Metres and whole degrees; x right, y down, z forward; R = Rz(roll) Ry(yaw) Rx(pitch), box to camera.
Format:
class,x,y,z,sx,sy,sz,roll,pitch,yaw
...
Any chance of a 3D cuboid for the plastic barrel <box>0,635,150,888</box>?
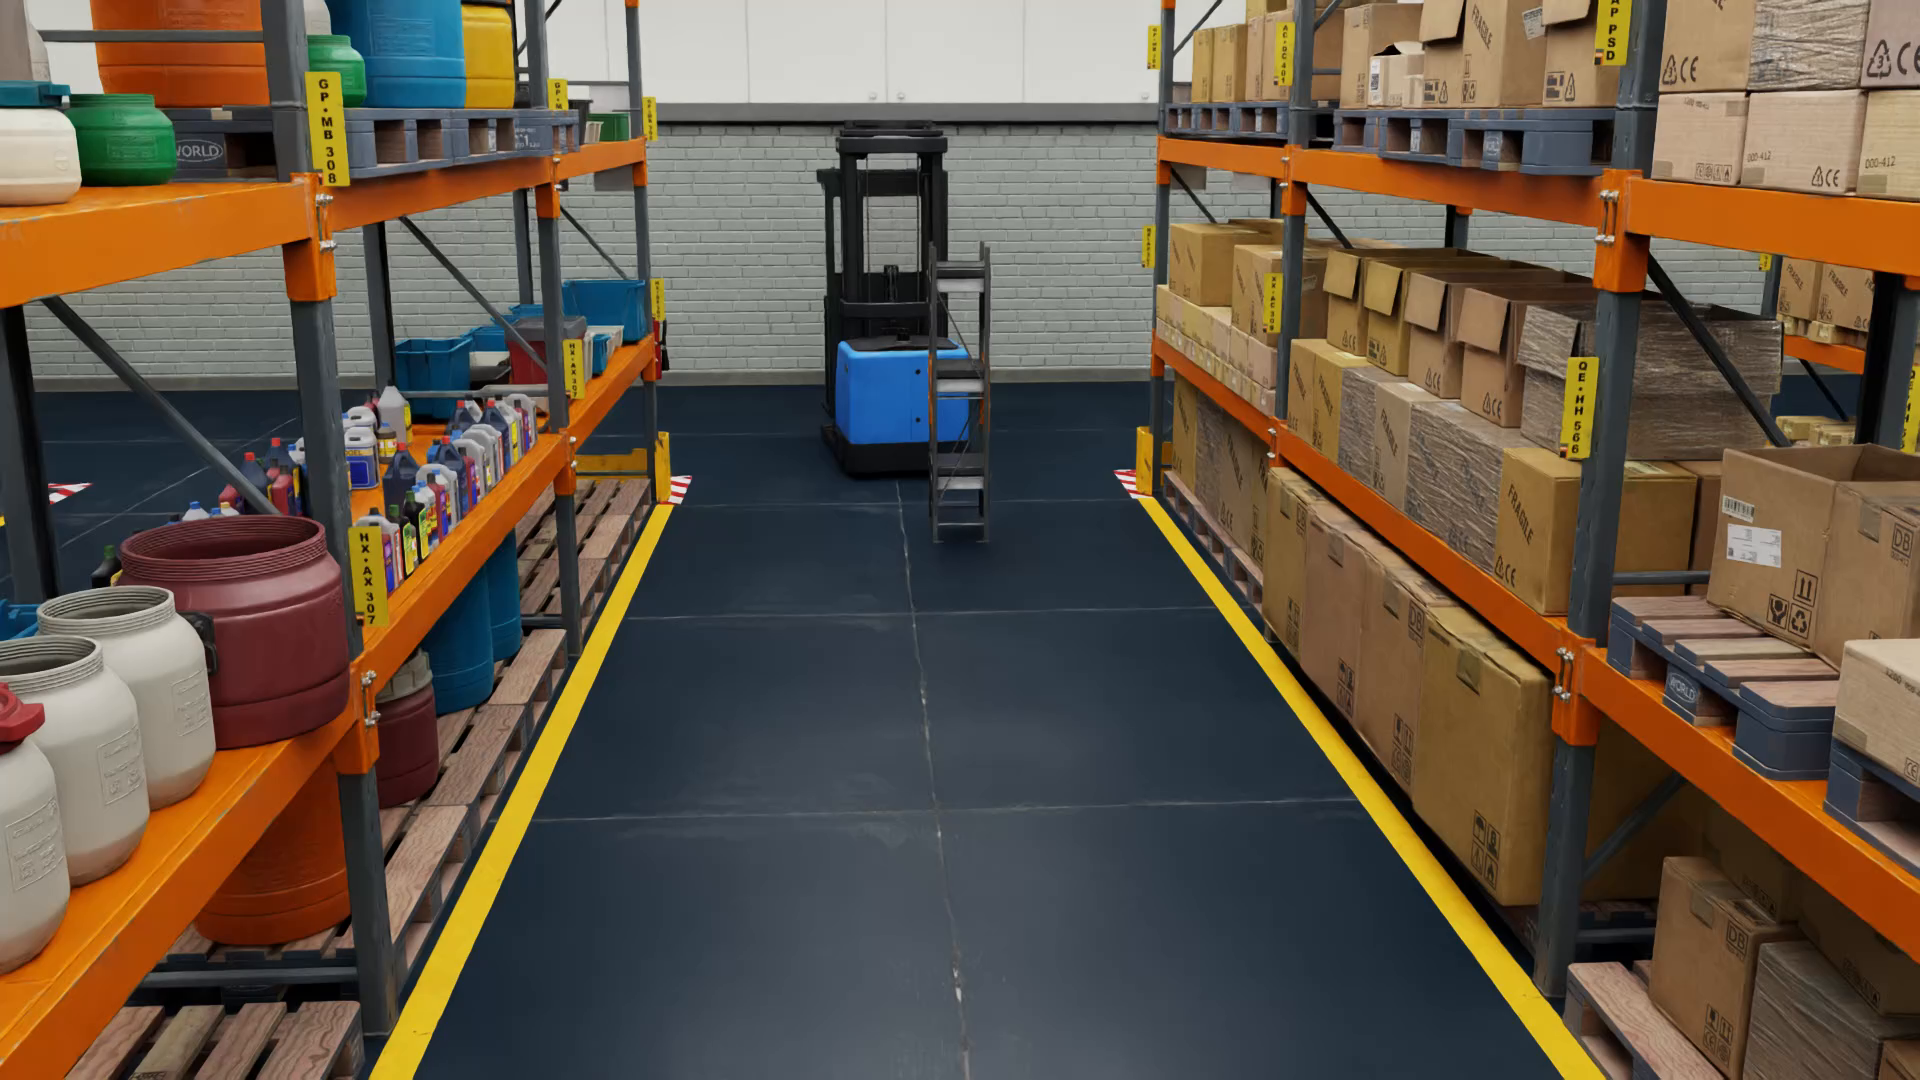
class,x,y,z,sx,sy,sz,roll,pitch,yaw
plastic barrel,-2.105,0.508,3.806,0.421,0.512,0.421,0,14,0

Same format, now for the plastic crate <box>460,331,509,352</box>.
class,x,y,z,sx,sy,sz,roll,pitch,yaw
plastic crate,-3.116,-1.264,11.134,0.416,0.233,0.300,-1,14,-3

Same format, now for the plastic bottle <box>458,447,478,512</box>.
class,x,y,z,sx,sy,sz,roll,pitch,yaw
plastic bottle,-2.172,-0.276,7.312,0.061,0.283,0.133,-1,14,-3

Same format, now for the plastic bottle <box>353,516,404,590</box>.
class,x,y,z,sx,sy,sz,roll,pitch,yaw
plastic bottle,-2.140,0.038,6.109,0.152,0.276,0.135,-1,14,-3

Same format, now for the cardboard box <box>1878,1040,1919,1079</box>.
class,x,y,z,sx,sy,sz,roll,pitch,yaw
cardboard box,2.686,1.571,4.033,0.700,0.500,0.500,0,14,1

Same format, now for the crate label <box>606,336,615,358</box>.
class,x,y,z,sx,sy,sz,roll,pitch,yaw
crate label,-2.627,-1.344,11.641,0.396,0.136,0.243,-1,14,-3

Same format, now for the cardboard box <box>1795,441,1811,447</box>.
class,x,y,z,sx,sy,sz,roll,pitch,yaw
cardboard box,6.734,-0.676,12.914,0.380,0.149,0.250,-1,14,-4

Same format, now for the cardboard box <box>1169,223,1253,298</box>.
class,x,y,z,sx,sy,sz,roll,pitch,yaw
cardboard box,1.831,-2.047,12.163,0.500,0.500,0.500,-1,14,-5

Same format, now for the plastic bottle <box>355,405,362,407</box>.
class,x,y,z,sx,sy,sz,roll,pitch,yaw
plastic bottle,-3.019,-0.544,8.378,0.097,0.271,0.097,0,14,0

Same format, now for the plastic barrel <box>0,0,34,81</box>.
class,x,y,z,sx,sy,sz,roll,pitch,yaw
plastic barrel,-2.573,-1.283,3.966,0.600,0.901,0.600,0,14,0

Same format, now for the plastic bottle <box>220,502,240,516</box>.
class,x,y,z,sx,sy,sz,roll,pitch,yaw
plastic bottle,-2.904,-0.048,6.593,0.097,0.201,0.097,0,14,0

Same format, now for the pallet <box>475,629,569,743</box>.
class,x,y,z,sx,sy,sz,roll,pitch,yaw
pallet,-2.649,0.753,8.674,1.003,0.211,1.213,-1,14,-3

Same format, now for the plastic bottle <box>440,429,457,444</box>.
class,x,y,z,sx,sy,sz,roll,pitch,yaw
plastic bottle,-2.369,-0.378,7.733,0.097,0.271,0.097,0,14,0

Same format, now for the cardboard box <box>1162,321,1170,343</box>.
class,x,y,z,sx,sy,sz,roll,pitch,yaw
cardboard box,1.750,-1.582,12.659,0.380,0.149,0.250,-1,14,-4

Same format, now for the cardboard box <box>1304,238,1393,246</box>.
class,x,y,z,sx,sy,sz,roll,pitch,yaw
cardboard box,2.454,-1.676,10.718,0.500,0.500,0.500,-1,14,-5

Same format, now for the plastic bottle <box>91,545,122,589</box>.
class,x,y,z,sx,sy,sz,roll,pitch,yaw
plastic bottle,-2.858,0.168,5.589,0.061,0.283,0.133,-1,14,-3

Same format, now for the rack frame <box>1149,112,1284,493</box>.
class,x,y,z,sx,sy,sz,roll,pitch,yaw
rack frame,2.040,-1.861,13.239,1.000,3.000,0.127,-1,14,-3

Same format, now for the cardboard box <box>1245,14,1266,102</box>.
class,x,y,z,sx,sy,sz,roll,pitch,yaw
cardboard box,2.151,-2.946,10.194,0.700,0.500,0.500,0,14,-1

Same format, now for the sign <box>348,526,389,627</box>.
class,x,y,z,sx,sy,sz,roll,pitch,yaw
sign,-1.859,0.116,5.228,0.100,0.325,0.005,-1,14,-3

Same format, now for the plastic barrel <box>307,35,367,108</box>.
class,x,y,z,sx,sy,sz,roll,pitch,yaw
plastic barrel,-2.244,-1.643,5.840,0.294,0.245,0.294,0,14,0

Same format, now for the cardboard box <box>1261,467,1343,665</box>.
class,x,y,z,sx,sy,sz,roll,pitch,yaw
cardboard box,2.348,0.119,8.967,1.225,0.875,0.875,-1,14,-3

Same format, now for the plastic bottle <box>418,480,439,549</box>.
class,x,y,z,sx,sy,sz,roll,pitch,yaw
plastic bottle,-2.149,-0.104,6.669,0.097,0.271,0.097,0,14,0

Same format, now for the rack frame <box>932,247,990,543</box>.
class,x,y,z,sx,sy,sz,roll,pitch,yaw
rack frame,0.005,-0.997,11.689,0.400,2.100,0.015,-1,14,-3

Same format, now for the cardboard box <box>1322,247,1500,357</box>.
class,x,y,z,sx,sy,sz,roll,pitch,yaw
cardboard box,2.336,-1.241,8.618,0.797,0.503,0.637,-1,14,-5

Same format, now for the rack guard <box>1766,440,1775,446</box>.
class,x,y,z,sx,sy,sz,roll,pitch,yaw
rack guard,7.002,-0.683,13.677,1.175,0.500,0.348,-1,14,-3

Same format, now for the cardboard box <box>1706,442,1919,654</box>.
class,x,y,z,sx,sy,sz,roll,pitch,yaw
cardboard box,2.609,0.011,4.922,0.500,0.500,0.500,-3,15,-10

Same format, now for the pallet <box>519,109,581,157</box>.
class,x,y,z,sx,sy,sz,roll,pitch,yaw
pallet,-2.509,-1.957,7.973,1.213,0.211,1.003,-1,14,-3

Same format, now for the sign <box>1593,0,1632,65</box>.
class,x,y,z,sx,sy,sz,roll,pitch,yaw
sign,1.981,-1.606,5.032,0.100,0.325,0.005,-1,14,-3

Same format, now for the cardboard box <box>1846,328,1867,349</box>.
class,x,y,z,sx,sy,sz,roll,pitch,yaw
cardboard box,6.863,-1.512,12.388,0.380,0.149,0.250,0,14,-1

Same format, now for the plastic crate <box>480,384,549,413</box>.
class,x,y,z,sx,sy,sz,roll,pitch,yaw
plastic crate,-2.542,-0.809,9.559,0.396,0.136,0.243,-1,14,-3

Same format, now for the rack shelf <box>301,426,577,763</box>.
class,x,y,z,sx,sy,sz,roll,pitch,yaw
rack shelf,-2.531,0.056,7.232,1.077,0.370,4.000,-1,14,-3

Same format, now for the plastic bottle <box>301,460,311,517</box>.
class,x,y,z,sx,sy,sz,roll,pitch,yaw
plastic bottle,-2.799,-0.243,7.208,0.097,0.271,0.097,0,14,0

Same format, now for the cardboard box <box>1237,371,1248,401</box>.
class,x,y,z,sx,sy,sz,roll,pitch,yaw
cardboard box,1.910,-0.943,10.176,0.380,0.149,0.250,-1,14,-4

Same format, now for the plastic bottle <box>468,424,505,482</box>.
class,x,y,z,sx,sy,sz,roll,pitch,yaw
plastic bottle,-2.254,-0.420,7.888,0.152,0.276,0.135,-1,14,-3

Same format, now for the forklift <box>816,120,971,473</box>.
class,x,y,z,sx,sy,sz,roll,pitch,yaw
forklift,-0.697,-2.307,15.112,1.130,2.935,3.031,-3,15,-11

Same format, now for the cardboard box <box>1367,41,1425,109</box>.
class,x,y,z,sx,sy,sz,roll,pitch,yaw
cardboard box,2.266,-2.205,7.891,0.500,0.311,0.500,-1,14,-5

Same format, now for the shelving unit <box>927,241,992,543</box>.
class,x,y,z,sx,sy,sz,roll,pitch,yaw
shelving unit,-0.010,-1.058,11.925,0.431,2.100,0.503,-1,14,-3

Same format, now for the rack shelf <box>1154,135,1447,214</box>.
class,x,y,z,sx,sy,sz,roll,pitch,yaw
rack shelf,2.164,-2.468,11.021,1.077,0.370,4.000,-1,14,-3

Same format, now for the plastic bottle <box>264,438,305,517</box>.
class,x,y,z,sx,sy,sz,roll,pitch,yaw
plastic bottle,-2.917,-0.268,7.149,0.144,0.351,0.185,-1,14,-3

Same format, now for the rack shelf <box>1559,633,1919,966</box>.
class,x,y,z,sx,sy,sz,roll,pitch,yaw
rack shelf,2.660,0.975,3.662,1.077,0.370,4.000,-1,14,-3

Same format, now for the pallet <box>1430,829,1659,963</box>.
class,x,y,z,sx,sy,sz,roll,pitch,yaw
pallet,2.562,1.282,6.620,1.003,0.211,1.213,-1,14,-3

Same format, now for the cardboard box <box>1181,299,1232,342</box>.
class,x,y,z,sx,sy,sz,roll,pitch,yaw
cardboard box,1.867,-1.554,11.752,0.500,0.250,0.500,-1,14,-5

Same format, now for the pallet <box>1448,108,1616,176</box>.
class,x,y,z,sx,sy,sz,roll,pitch,yaw
pallet,2.443,-1.392,5.775,1.213,0.211,1.003,0,14,-1

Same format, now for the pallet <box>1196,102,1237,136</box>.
class,x,y,z,sx,sy,sz,roll,pitch,yaw
pallet,2.175,-2.782,10.977,1.003,0.211,1.213,-1,14,-3

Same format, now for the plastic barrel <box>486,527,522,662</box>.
class,x,y,z,sx,sy,sz,roll,pitch,yaw
plastic barrel,-2.639,0.159,8.757,0.600,0.901,0.708,-1,14,-3

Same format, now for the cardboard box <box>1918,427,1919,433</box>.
class,x,y,z,sx,sy,sz,roll,pitch,yaw
cardboard box,7.384,-0.769,12.682,0.380,0.149,0.250,-1,14,-5

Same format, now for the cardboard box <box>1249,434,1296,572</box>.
class,x,y,z,sx,sy,sz,roll,pitch,yaw
cardboard box,2.327,-0.206,10.227,0.875,0.875,0.875,-1,14,-3

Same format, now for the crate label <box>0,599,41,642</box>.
class,x,y,z,sx,sy,sz,roll,pitch,yaw
crate label,-2.616,0.439,4.228,0.502,0.435,0.616,-1,14,-3

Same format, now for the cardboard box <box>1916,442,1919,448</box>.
class,x,y,z,sx,sy,sz,roll,pitch,yaw
cardboard box,6.821,-0.627,12.127,0.380,0.149,0.250,0,14,-1

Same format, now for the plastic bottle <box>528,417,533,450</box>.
class,x,y,z,sx,sy,sz,roll,pitch,yaw
plastic bottle,-2.274,-0.572,8.628,0.097,0.201,0.097,0,14,0

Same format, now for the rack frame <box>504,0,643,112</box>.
class,x,y,z,sx,sy,sz,roll,pitch,yaw
rack frame,-2.903,-4.690,12.194,1.000,3.000,0.127,-1,14,-3

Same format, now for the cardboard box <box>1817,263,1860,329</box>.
class,x,y,z,sx,sy,sz,roll,pitch,yaw
cardboard box,6.808,-1.856,12.423,0.500,0.500,0.500,-1,14,-3

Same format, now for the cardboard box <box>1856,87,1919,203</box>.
class,x,y,z,sx,sy,sz,roll,pitch,yaw
cardboard box,2.384,-0.875,3.689,0.500,0.250,0.500,-1,14,-2

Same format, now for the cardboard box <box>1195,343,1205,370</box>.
class,x,y,z,sx,sy,sz,roll,pitch,yaw
cardboard box,1.829,-1.263,11.420,0.380,0.149,0.250,-1,14,-5

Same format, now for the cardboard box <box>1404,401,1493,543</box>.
class,x,y,z,sx,sy,sz,roll,pitch,yaw
cardboard box,2.198,-0.292,6.940,0.500,0.500,0.500,-1,14,-5

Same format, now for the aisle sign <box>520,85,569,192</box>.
class,x,y,z,sx,sy,sz,roll,pitch,yaw
aisle sign,-3.204,-3.057,12.669,0.394,0.787,0.004,-1,14,-3

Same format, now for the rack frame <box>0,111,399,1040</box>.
class,x,y,z,sx,sy,sz,roll,pitch,yaw
rack frame,-2.408,0.205,5.209,1.000,3.000,0.127,-1,14,-3
